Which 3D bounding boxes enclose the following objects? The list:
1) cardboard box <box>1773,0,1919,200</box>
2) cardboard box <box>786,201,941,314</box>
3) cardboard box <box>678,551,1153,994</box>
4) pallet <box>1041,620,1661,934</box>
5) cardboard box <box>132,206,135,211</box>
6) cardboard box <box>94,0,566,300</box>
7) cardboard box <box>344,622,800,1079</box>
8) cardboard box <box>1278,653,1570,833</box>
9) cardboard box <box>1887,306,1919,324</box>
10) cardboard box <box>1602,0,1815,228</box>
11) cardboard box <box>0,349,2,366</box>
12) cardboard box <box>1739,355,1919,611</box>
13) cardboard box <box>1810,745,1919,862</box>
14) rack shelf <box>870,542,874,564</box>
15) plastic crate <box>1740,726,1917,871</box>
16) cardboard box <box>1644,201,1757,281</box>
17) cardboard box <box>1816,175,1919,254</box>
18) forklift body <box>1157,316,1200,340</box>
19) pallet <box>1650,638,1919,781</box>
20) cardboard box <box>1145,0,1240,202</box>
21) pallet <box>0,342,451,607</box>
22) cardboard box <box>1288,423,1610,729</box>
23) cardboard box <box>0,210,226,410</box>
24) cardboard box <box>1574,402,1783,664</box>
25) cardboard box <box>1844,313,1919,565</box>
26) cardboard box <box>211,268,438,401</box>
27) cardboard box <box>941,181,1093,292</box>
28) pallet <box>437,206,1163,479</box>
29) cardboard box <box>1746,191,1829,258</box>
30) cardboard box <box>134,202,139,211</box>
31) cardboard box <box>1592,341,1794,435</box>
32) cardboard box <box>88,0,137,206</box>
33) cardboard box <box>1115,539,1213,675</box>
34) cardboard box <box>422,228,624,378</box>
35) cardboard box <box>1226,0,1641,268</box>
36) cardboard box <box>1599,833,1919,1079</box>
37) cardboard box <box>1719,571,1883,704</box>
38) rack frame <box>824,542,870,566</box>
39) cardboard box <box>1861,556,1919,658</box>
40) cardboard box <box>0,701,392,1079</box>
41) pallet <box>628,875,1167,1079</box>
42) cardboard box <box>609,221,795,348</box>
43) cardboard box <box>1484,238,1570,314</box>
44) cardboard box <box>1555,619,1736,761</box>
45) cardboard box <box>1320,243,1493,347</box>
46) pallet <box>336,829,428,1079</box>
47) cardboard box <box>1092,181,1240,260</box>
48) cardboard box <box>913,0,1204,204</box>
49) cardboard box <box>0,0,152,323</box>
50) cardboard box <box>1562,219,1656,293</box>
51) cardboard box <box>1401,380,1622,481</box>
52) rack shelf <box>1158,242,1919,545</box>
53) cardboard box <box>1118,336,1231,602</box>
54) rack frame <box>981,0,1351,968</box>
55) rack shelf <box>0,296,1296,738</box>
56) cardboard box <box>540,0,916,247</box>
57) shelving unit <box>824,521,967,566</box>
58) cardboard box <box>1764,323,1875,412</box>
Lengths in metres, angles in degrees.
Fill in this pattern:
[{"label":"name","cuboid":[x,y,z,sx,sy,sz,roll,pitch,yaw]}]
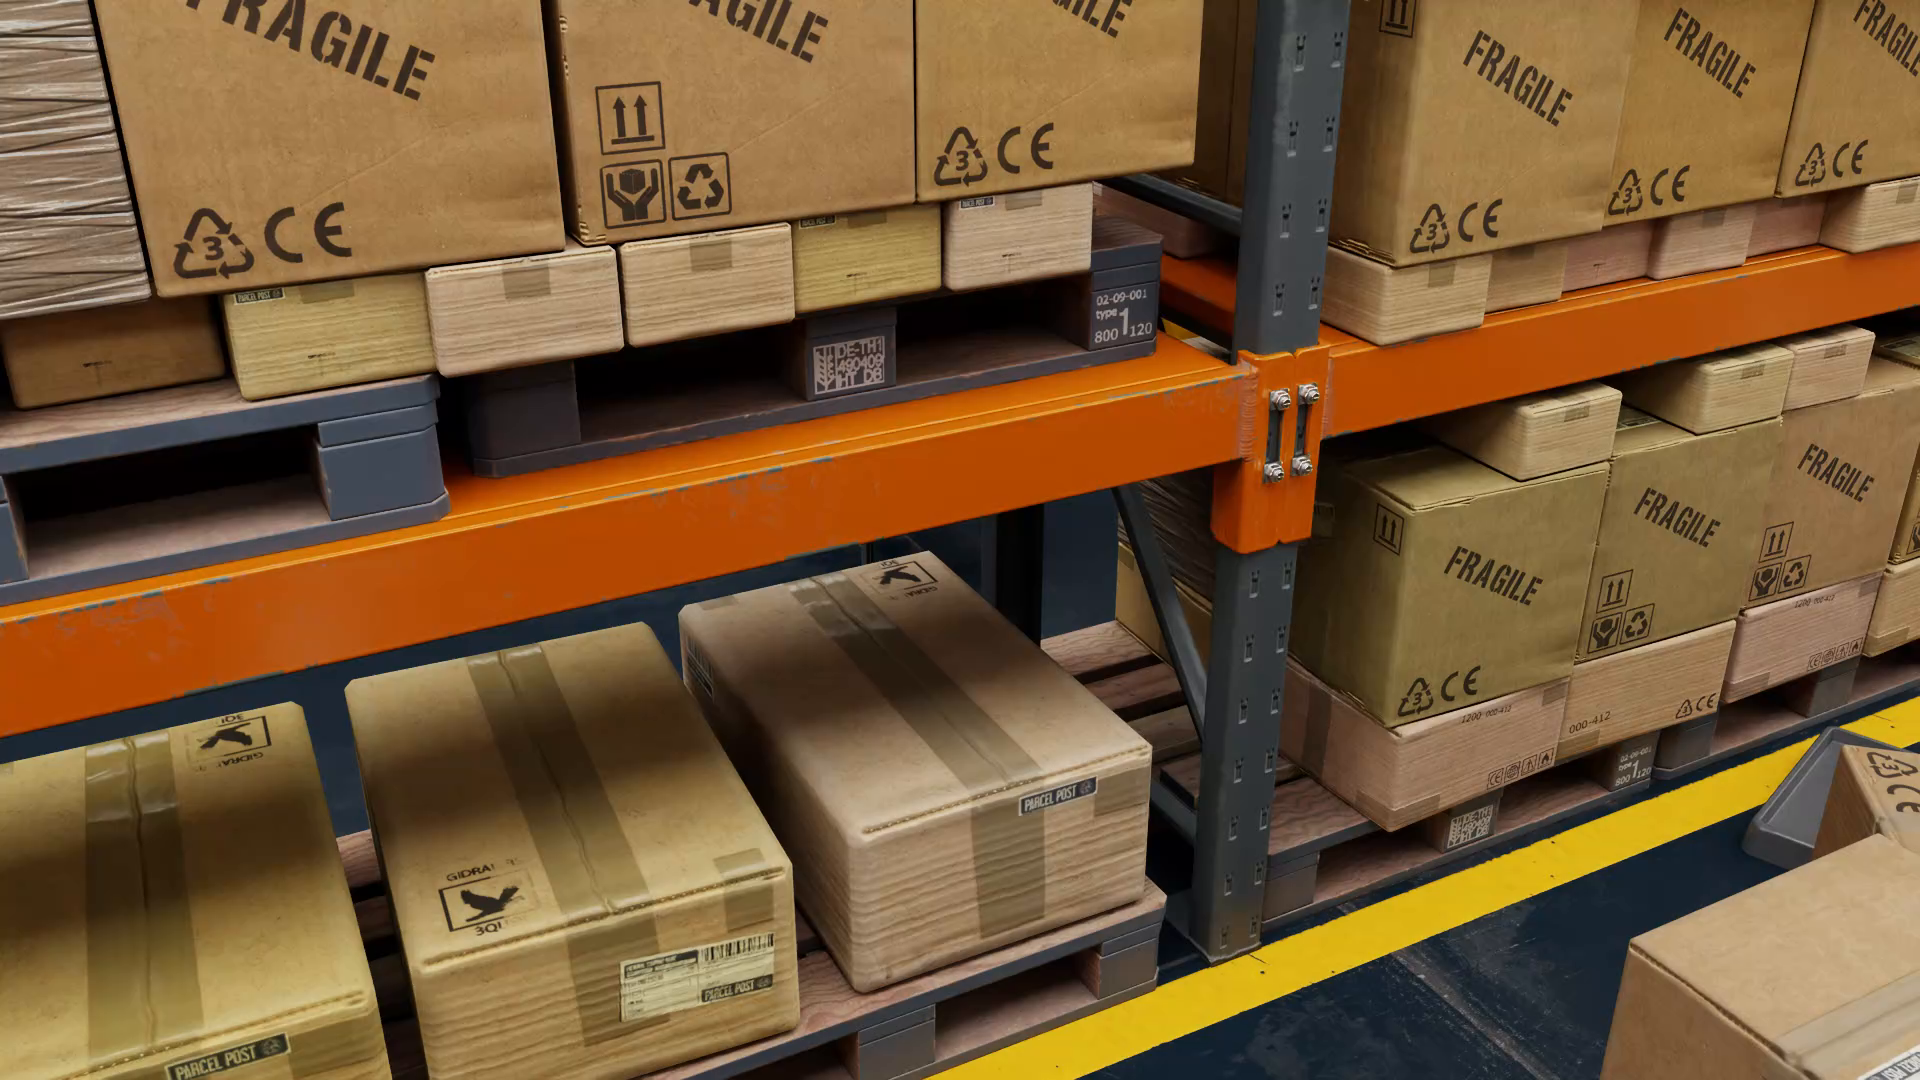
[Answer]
[{"label":"cardboard box","cuboid":[1.738,-1.047,3.506,0.500,0.500,0.500,-13,29,-26]},{"label":"cardboard box","cuboid":[-0.228,-0.495,2.621,0.250,0.149,0.380,-14,29,-27]},{"label":"cardboard box","cuboid":[-0.124,0.427,3.446,0.625,0.372,0.950,-13,28,-24]},{"label":"pallet","cuboid":[0.913,0.431,4.109,1.213,0.211,1.003,-13,29,-25]},{"label":"cardboard box","cuboid":[-3.145,-1.424,7.009,0.625,0.625,0.875,-13,29,-26]},{"label":"cardboard box","cuboid":[-0.858,-0.659,2.212,0.500,0.500,0.500,-12,28,-23]},{"label":"cardboard box","cuboid":[-0.757,0.575,3.138,0.625,0.372,0.950,-11,28,-22]},{"label":"cardboard box","cuboid":[0.985,0.357,3.733,0.500,0.250,0.500,-14,29,-27]},{"label":"cardboard box","cuboid":[2.534,-0.605,4.120,0.250,0.149,0.380,-12,28,-23]},{"label":"cardboard box","cuboid":[1.289,-0.950,3.303,0.500,0.500,0.500,-13,29,-25]},{"label":"cardboard box","cuboid":[-1.369,-0.243,2.096,0.250,0.149,0.380,-12,28,-23]},{"label":"cardboard box","cuboid":[1.910,-0.200,4.025,0.500,0.500,0.500,-11,28,-22]},{"label":"cardboard box","cuboid":[1.923,0.751,3.105,0.500,0.500,0.500,5,26,11]},{"label":"rack shelf","cuboid":[-0.146,-0.270,5.034,0.480,0.518,0.431,-13,29,-25]},{"label":"plastic crate","cuboid":[2.108,0.633,3.838,0.402,0.080,0.583,21,33,37]},{"label":"cardboard box","cuboid":[1.419,-0.679,3.488,0.250,0.149,0.380,-12,28,-24]},{"label":"cardboard box","cuboid":[1.899,-0.762,3.661,0.250,0.149,0.380,-13,28,-25]},{"label":"forklift body","cuboid":[0.713,-1.920,6.764,1.214,2.155,2.313,-13,29,-25]},{"label":"pallet","cuboid":[1.991,0.180,4.630,1.213,0.211,1.003,-13,29,-25]},{"label":"cardboard box","cuboid":[0.612,-1.041,3.493,0.500,0.500,0.500,-14,29,-26]},{"label":"pallet","cuboid":[-1.465,-0.194,2.410,1.213,0.211,1.003,-13,29,-25]},{"label":"cardboard box","cuboid":[0.985,0.019,3.570,0.500,0.500,0.500,-12,28,-23]},{"label":"cardboard box","cuboid":[-1.175,-0.325,2.267,0.250,0.149,0.380,-14,29,-27]},{"label":"cardboard box","cuboid":[1.452,-0.095,3.807,0.500,0.500,0.500,-12,28,-23]},{"label":"cardboard box","cuboid":[2.375,-0.308,4.252,0.500,0.500,0.500,-14,29,-26]},{"label":"cardboard box","cuboid":[-0.894,-0.340,2.297,0.250,0.149,0.380,-13,29,-25]},{"label":"cardboard box","cuboid":[0.013,-0.542,2.718,0.250,0.149,0.380,-13,28,-24]},{"label":"pallet","cuboid":[-0.406,-0.490,3.026,1.213,0.211,1.003,-13,29,-25]},{"label":"cardboard box","cuboid":[1.640,-0.745,3.626,0.250,0.149,0.380,-13,29,-25]},{"label":"cardboard box","cuboid":[-1.203,-0.540,2.714,0.250,0.149,0.380,-13,28,-25]},{"label":"cardboard box","cuboid":[1.576,-0.381,3.655,0.250,0.149,0.380,-12,28,-23]},{"label":"cardboard box","cuboid":[-1.544,-0.752,2.407,0.500,0.500,0.500,-14,29,-27]},{"label":"cardboard box","cuboid":[0.732,0.151,4.162,0.500,0.250,0.500,-12,28,-23]},{"label":"cardboard box","cuboid":[-0.662,-0.376,2.372,0.250,0.149,0.380,-13,28,-25]},{"label":"cardboard box","cuboid":[0.857,-0.839,3.072,0.500,0.500,0.500,-13,29,-25]},{"label":"cardboard box","cuboid":[1.201,0.783,2.167,0.500,0.500,0.500,-13,29,-25]},{"label":"cardboard box","cuboid":[1.917,0.135,4.195,0.500,0.250,0.500,-13,29,-26]},{"label":"rack frame","cuboid":[-0.361,-0.863,4.622,0.015,2.100,0.400,-13,29,-25]},{"label":"cardboard box","cuboid":[2.360,0.038,4.397,0.500,0.250,0.500,-14,29,-27]},{"label":"cardboard box","cuboid":[-1.370,0.717,2.842,0.625,0.372,0.950,-12,28,-23]},{"label":"pallet","cuboid":[-0.349,0.740,3.465,1.213,0.211,1.003,-13,29,-25]},{"label":"cardboard box","cuboid":[-0.439,-0.429,2.483,0.250,0.149,0.380,-14,29,-26]},{"label":"cardboard box","cuboid":[0.965,-0.576,3.274,0.250,0.149,0.380,-12,28,-24]},{"label":"cardboard box","cuboid":[1.451,0.244,3.968,0.500,0.250,0.500,-11,28,-22]},{"label":"cardboard box","cuboid":[0.766,-0.505,3.126,0.250,0.149,0.380,-13,29,-25]},{"label":"pallet","cuboid":[-1.427,0.990,2.944,1.213,0.211,1.003,-13,29,-25]},{"label":"cardboard box","cuboid":[0.477,-0.745,3.626,0.250,0.149,0.380,-13,29,-26]},{"label":"cardboard box","cuboid":[0.038,-0.863,2.637,0.500,0.500,0.500,-14,29,-26]},{"label":"cardboard box","cuboid":[-1.319,-0.552,1.989,0.500,0.500,0.500,-14,29,-27]},{"label":"cardboard box","cuboid":[1.185,-0.642,3.411,0.250,0.149,0.380,-13,29,-25]},{"label":"cardboard box","cuboid":[1.123,-0.276,3.435,0.250,0.149,0.380,-13,28,-24]},{"label":"rack shelf","cuboid":[2.102,-0.759,4.197,4.000,0.370,1.077,-13,29,-25]},{"label":"cardboard box","cuboid":[0.733,-0.187,3.999,0.500,0.500,0.500,-13,29,-26]},{"label":"rack frame","cuboid":[0.337,-0.676,3.193,0.127,3.000,1.000,-13,29,-25]},{"label":"rack shelf","cuboid":[-1.428,0.055,2.500,4.000,0.370,1.077,-13,29,-25]},{"label":"cardboard box","cuboid":[-0.399,-0.761,2.426,0.500,0.500,0.500,-13,28,-25]},{"label":"shelving unit","cuboid":[-0.146,-0.913,4.725,0.503,2.100,0.431,-13,29,-25]},{"label":"cardboard box","cuboid":[1.812,-0.437,3.771,0.250,0.149,0.380,-11,28,-22]}]
